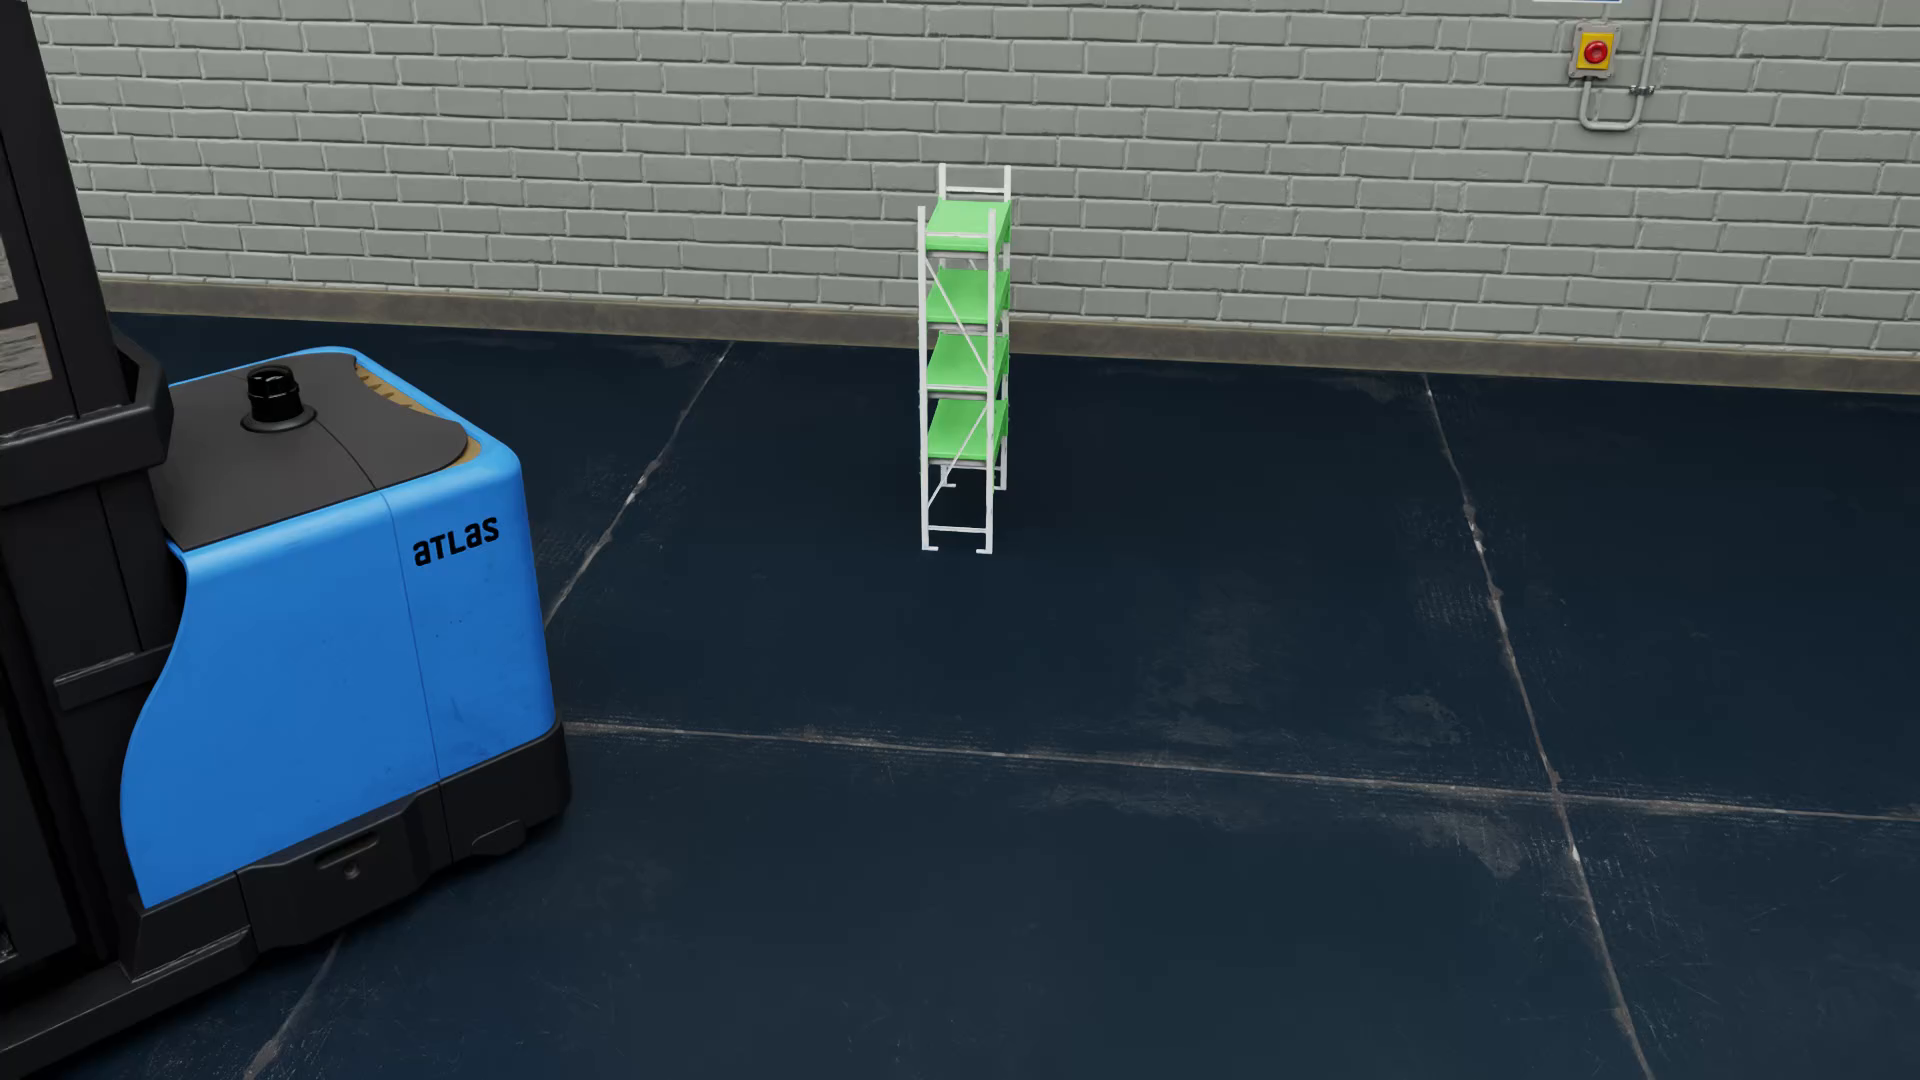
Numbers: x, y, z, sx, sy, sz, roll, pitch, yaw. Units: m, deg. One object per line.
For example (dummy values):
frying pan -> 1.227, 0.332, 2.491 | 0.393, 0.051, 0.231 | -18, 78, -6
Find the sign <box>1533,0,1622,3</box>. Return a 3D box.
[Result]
sign -> 2.349, -2.144, 6.281 | 0.327, 0.218, 0.001 | 3, 28, 6

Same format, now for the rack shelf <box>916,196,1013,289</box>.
rack shelf -> 0.020, -0.972, 5.413 | 0.258, 0.148, 0.480 | 3, 28, 6

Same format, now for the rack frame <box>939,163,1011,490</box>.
rack frame -> 0.050, -0.721, 5.823 | 0.240, 1.200, 0.015 | 3, 28, 6

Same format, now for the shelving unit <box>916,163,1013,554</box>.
shelving unit -> 0.020, -0.606, 5.610 | 0.258, 1.200, 0.503 | 3, 28, 6

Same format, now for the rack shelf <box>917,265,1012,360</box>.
rack shelf -> 0.020, -0.761, 5.527 | 0.258, 0.148, 0.480 | 3, 28, 6

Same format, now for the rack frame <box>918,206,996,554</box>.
rack frame -> -0.010, -0.491, 5.397 | 0.240, 1.200, 0.015 | 3, 28, 6

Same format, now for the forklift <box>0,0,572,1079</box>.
forklift -> -2.446, -0.250, 3.123 | 3.031, 2.935, 1.130 | -23, 36, -36

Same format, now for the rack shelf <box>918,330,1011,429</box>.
rack shelf -> 0.020, -0.550, 5.640 | 0.258, 0.148, 0.480 | 3, 28, 6

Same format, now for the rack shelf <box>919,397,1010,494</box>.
rack shelf -> 0.020, -0.339, 5.754 | 0.258, 0.148, 0.480 | 3, 28, 6

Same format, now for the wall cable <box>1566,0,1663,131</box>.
wall cable -> 2.390, -2.454, 6.038 | 0.585, 1.953, 0.123 | 3, 28, 6
